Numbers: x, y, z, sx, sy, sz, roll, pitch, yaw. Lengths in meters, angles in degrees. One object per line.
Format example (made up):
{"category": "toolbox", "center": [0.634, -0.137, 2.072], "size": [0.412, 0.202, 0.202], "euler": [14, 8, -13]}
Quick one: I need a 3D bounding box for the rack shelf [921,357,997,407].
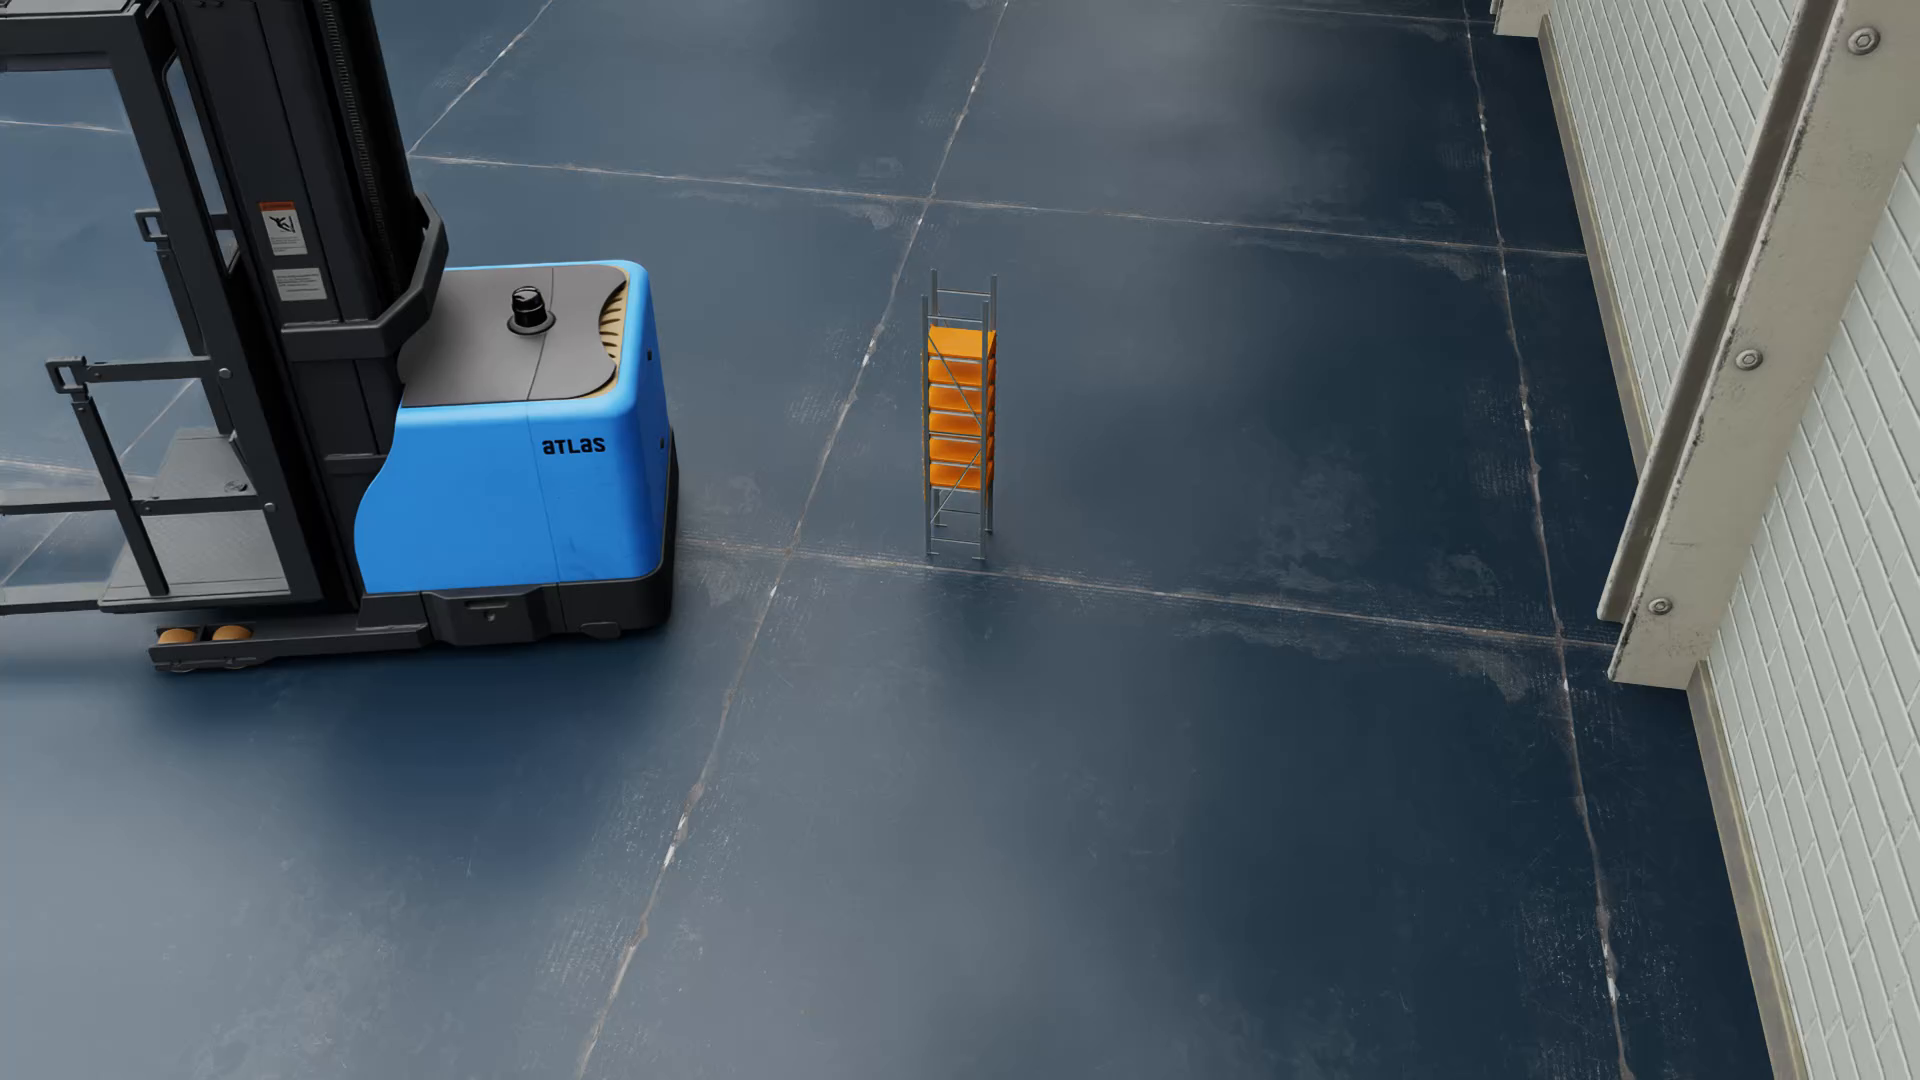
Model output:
{"category": "rack shelf", "center": [-0.002, -0.604, 6.232], "size": [0.258, 0.103, 0.180], "euler": [6, 40, 8]}

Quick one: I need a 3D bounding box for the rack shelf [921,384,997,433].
{"category": "rack shelf", "center": [-0.002, -0.512, 6.309], "size": [0.258, 0.103, 0.180], "euler": [6, 40, 8]}

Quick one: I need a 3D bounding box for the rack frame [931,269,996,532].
{"category": "rack frame", "center": [0.013, -0.511, 6.426], "size": [0.240, 1.200, 0.006], "euler": [6, 40, 8]}

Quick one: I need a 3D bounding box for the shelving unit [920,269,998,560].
{"category": "shelving unit", "center": [-0.002, -0.453, 6.357], "size": [0.258, 1.200, 0.189], "euler": [6, 40, 8]}

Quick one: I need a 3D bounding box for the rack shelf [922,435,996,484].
{"category": "rack shelf", "center": [-0.002, -0.327, 6.461], "size": [0.258, 0.103, 0.180], "euler": [6, 40, 8]}

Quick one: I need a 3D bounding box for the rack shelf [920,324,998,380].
{"category": "rack shelf", "center": [-0.002, -0.697, 6.156], "size": [0.258, 0.103, 0.180], "euler": [6, 40, 8]}

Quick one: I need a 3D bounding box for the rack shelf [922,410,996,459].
{"category": "rack shelf", "center": [-0.002, -0.419, 6.385], "size": [0.258, 0.103, 0.180], "euler": [6, 40, 8]}

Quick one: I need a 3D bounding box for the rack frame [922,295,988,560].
{"category": "rack frame", "center": [-0.018, -0.396, 6.287], "size": [0.240, 1.200, 0.006], "euler": [6, 40, 8]}

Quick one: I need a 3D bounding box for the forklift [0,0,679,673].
{"category": "forklift", "center": [-2.647, -0.993, 5.650], "size": [3.031, 2.935, 1.130], "euler": [-3, 40, -4]}

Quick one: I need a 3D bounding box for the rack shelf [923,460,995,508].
{"category": "rack shelf", "center": [-0.003, -0.234, 6.538], "size": [0.258, 0.103, 0.180], "euler": [6, 40, 8]}

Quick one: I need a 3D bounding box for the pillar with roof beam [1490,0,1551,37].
{"category": "pillar with roof beam", "center": [-0.624, -7.298, 8.515], "size": [9.100, 9.000, 0.400], "euler": [6, 40, 8]}

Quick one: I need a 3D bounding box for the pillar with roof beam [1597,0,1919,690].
{"category": "pillar with roof beam", "center": [-1.663, -3.533, 3.960], "size": [9.100, 9.000, 0.400], "euler": [6, 40, 8]}
